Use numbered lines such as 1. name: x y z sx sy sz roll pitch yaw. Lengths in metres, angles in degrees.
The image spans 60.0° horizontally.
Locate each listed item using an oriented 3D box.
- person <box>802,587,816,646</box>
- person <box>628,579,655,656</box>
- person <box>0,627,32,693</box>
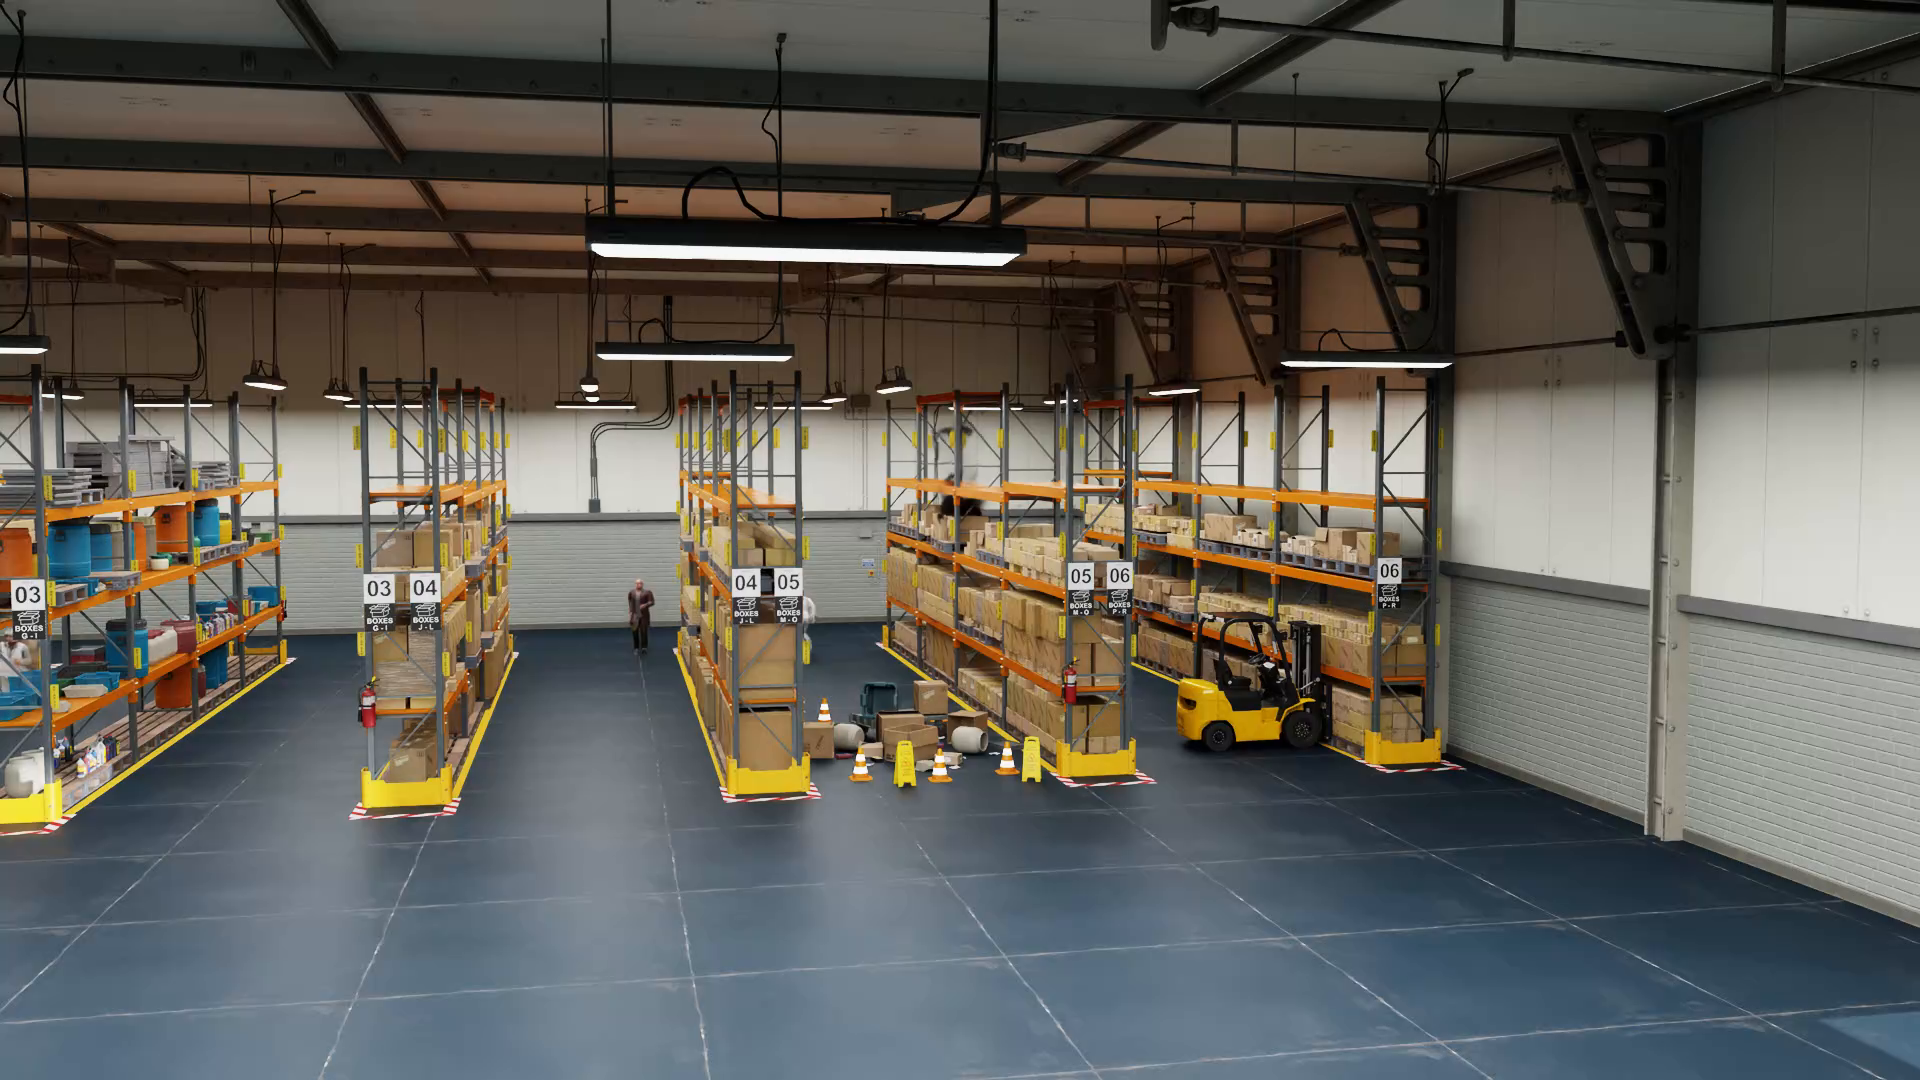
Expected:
1. person: -3.698 1.907 38.861 0.608 1.615 0.645 -2 4 -27
2. person: -7.464 1.816 38.898 0.682 1.832 0.853 0 3 3
3. person: -16.642 2.382 29.149 0.690 1.723 0.769 -1 4 -21
